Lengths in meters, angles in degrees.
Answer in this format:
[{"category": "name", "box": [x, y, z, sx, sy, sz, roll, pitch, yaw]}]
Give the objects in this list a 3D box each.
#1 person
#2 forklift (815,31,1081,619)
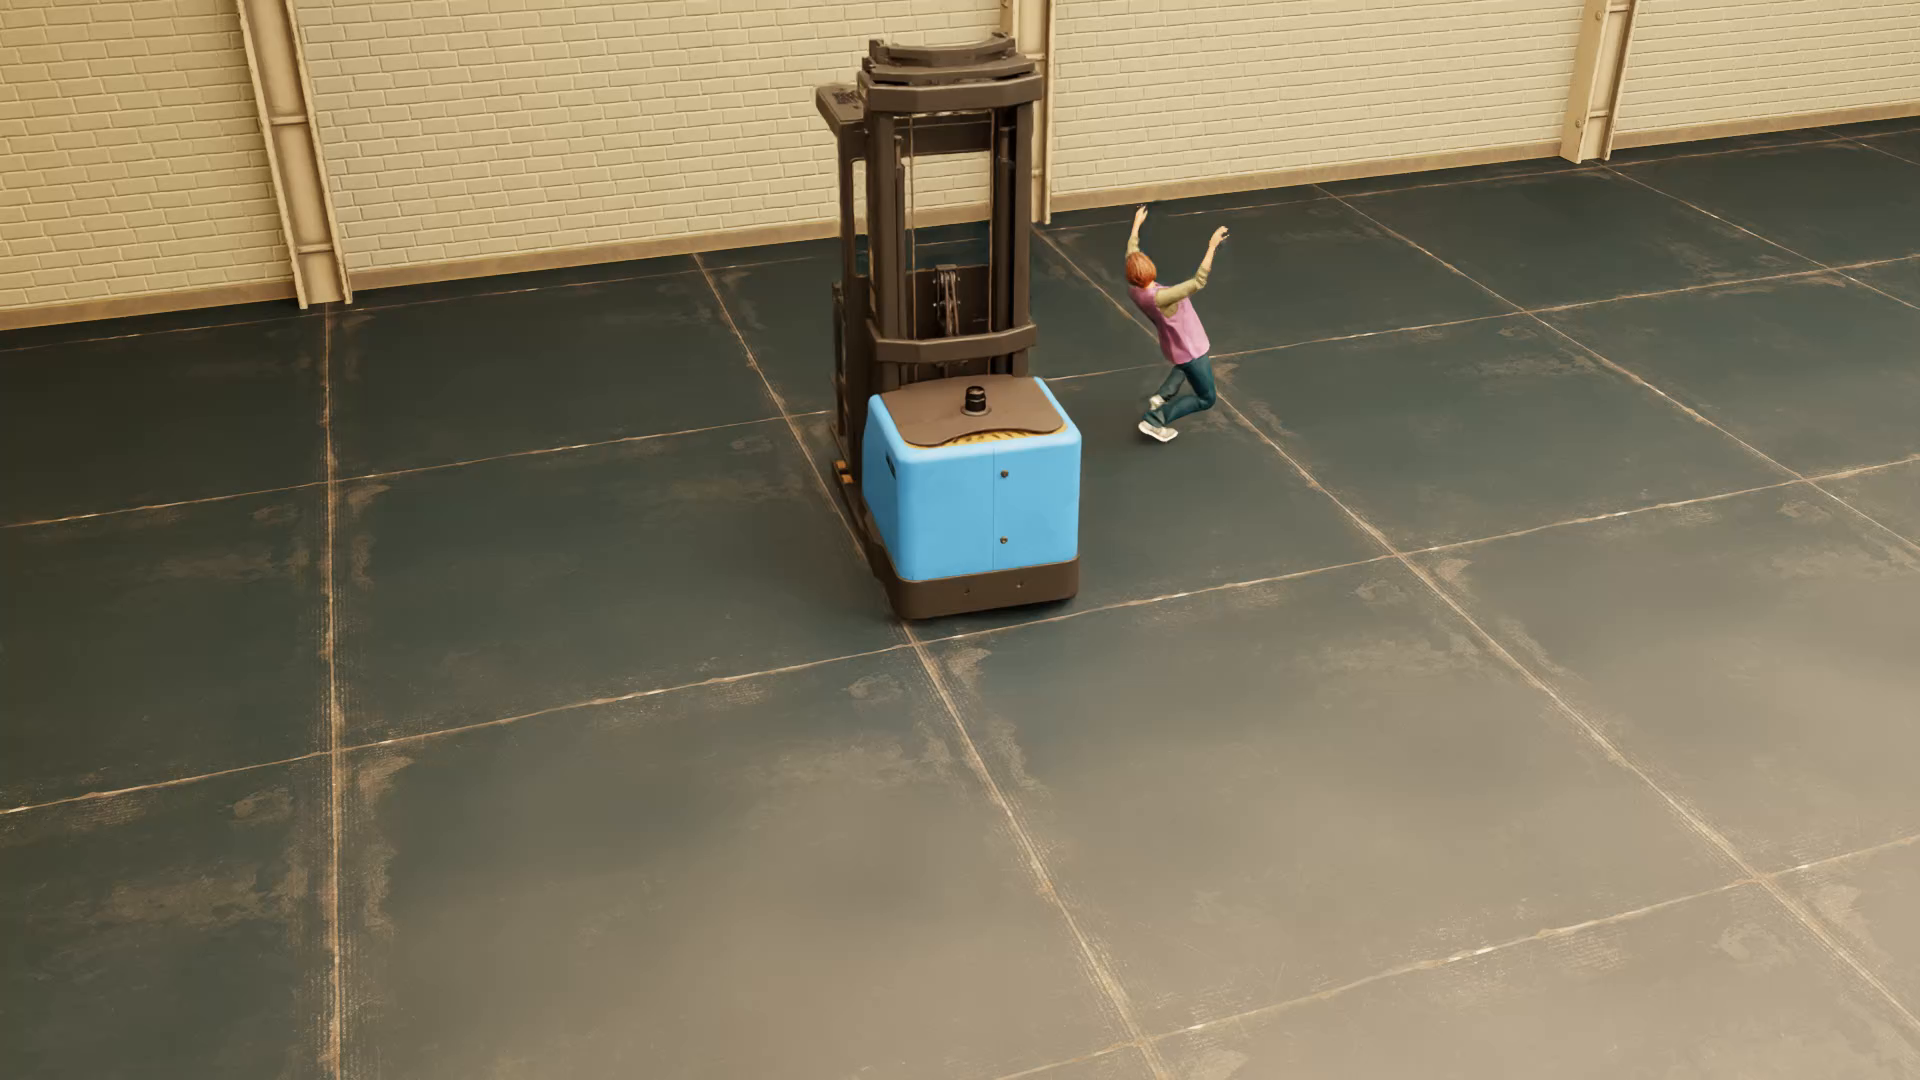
[{"category": "person", "box": [1.359, -1.417, 10.959, 0.697, 1.502, 0.873, -9, 31, -16]}, {"category": "forklift", "box": [-0.199, -1.557, 9.794, 1.130, 2.935, 3.031, -7, 31, -13]}]
